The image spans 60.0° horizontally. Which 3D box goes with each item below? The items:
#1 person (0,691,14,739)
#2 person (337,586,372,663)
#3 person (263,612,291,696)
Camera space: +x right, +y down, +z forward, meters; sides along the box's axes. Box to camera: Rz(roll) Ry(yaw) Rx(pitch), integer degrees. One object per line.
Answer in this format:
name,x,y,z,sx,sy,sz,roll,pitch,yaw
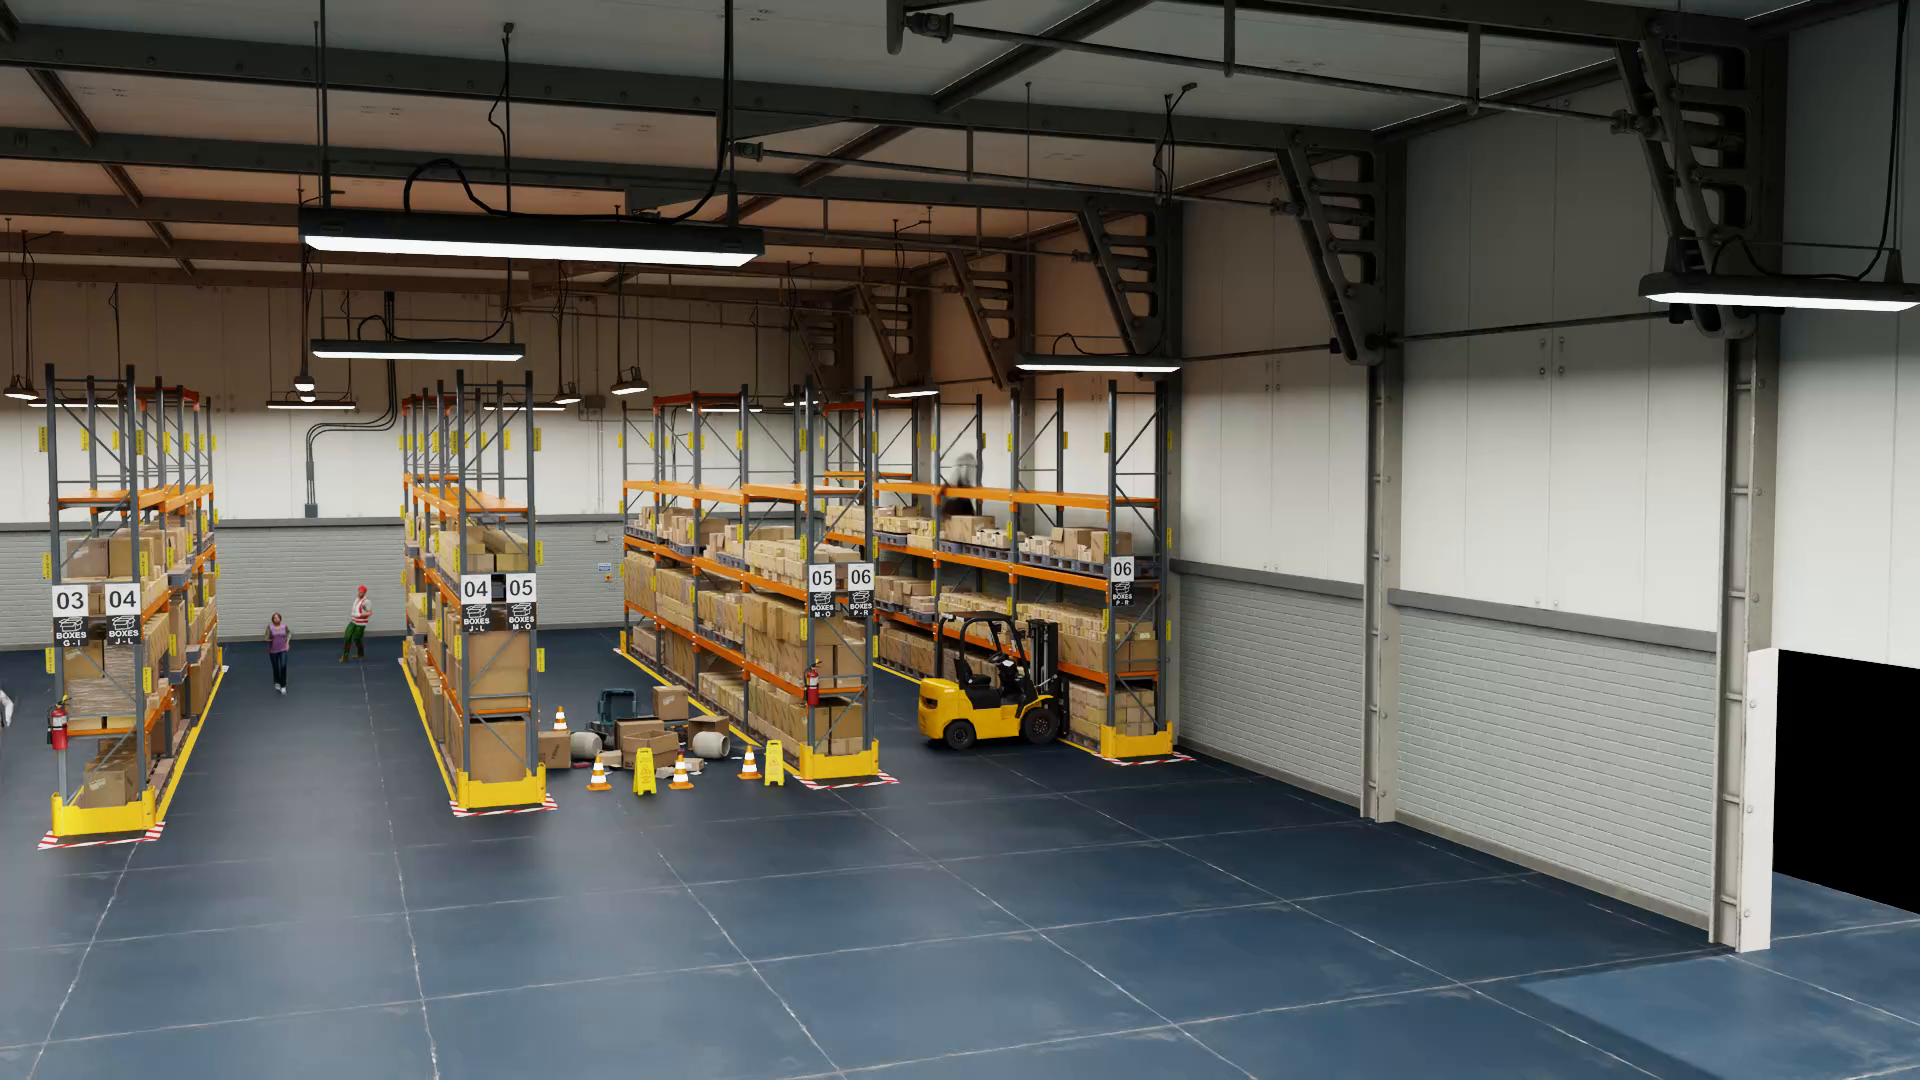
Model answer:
person,-14.165,2.744,24.267,0.630,1.656,0.949,-2,4,-28
person,-13.718,1.920,37.930,0.750,1.775,0.733,2,4,25
person,-13.617,2.261,33.192,0.522,1.645,0.751,-1,4,-23
